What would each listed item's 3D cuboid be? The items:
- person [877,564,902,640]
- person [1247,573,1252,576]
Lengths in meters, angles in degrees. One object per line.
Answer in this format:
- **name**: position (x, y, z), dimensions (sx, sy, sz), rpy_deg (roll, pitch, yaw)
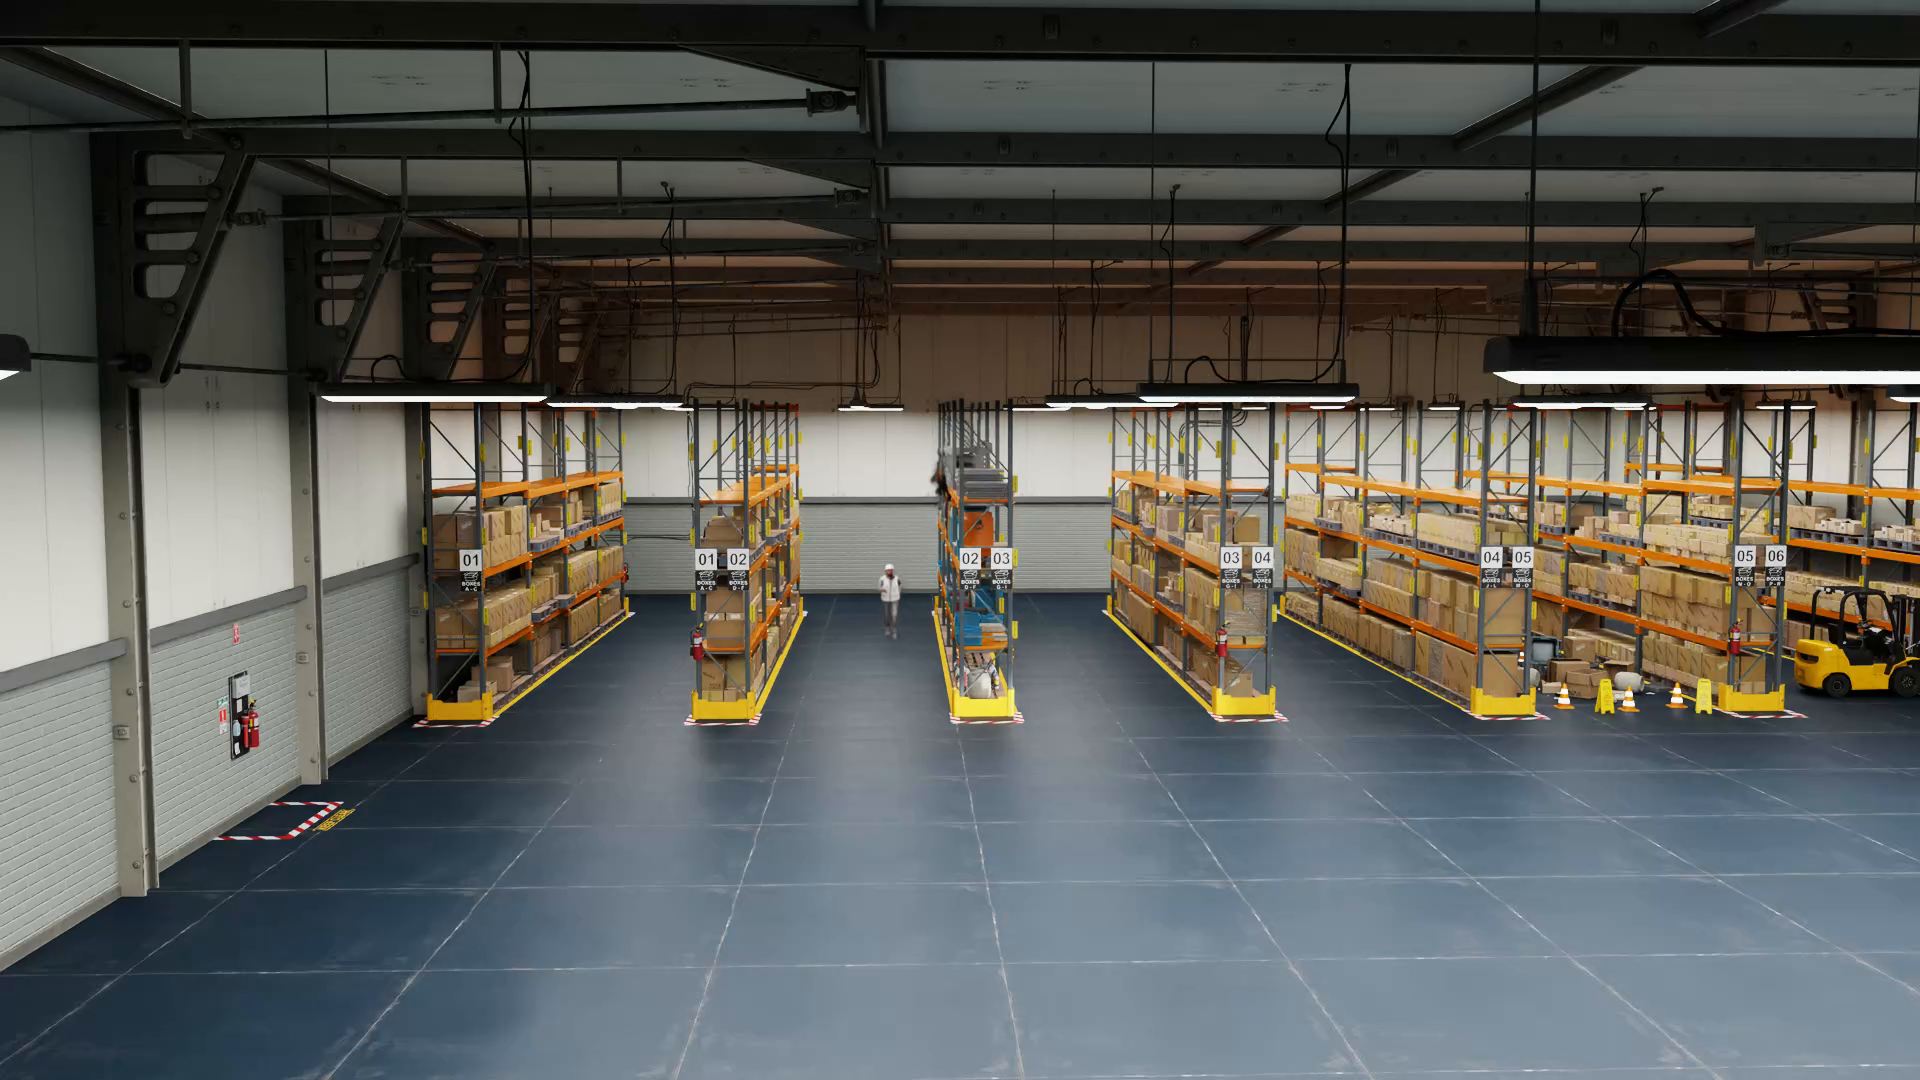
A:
- **person**: position (-1.726, 1.478, 40.380), dimensions (0.579, 1.820, 0.845), rpy_deg (0, 4, -2)
- **person**: position (8.499, 1.263, 48.511), dimensions (0.522, 1.582, 0.622), rpy_deg (2, 5, 22)
